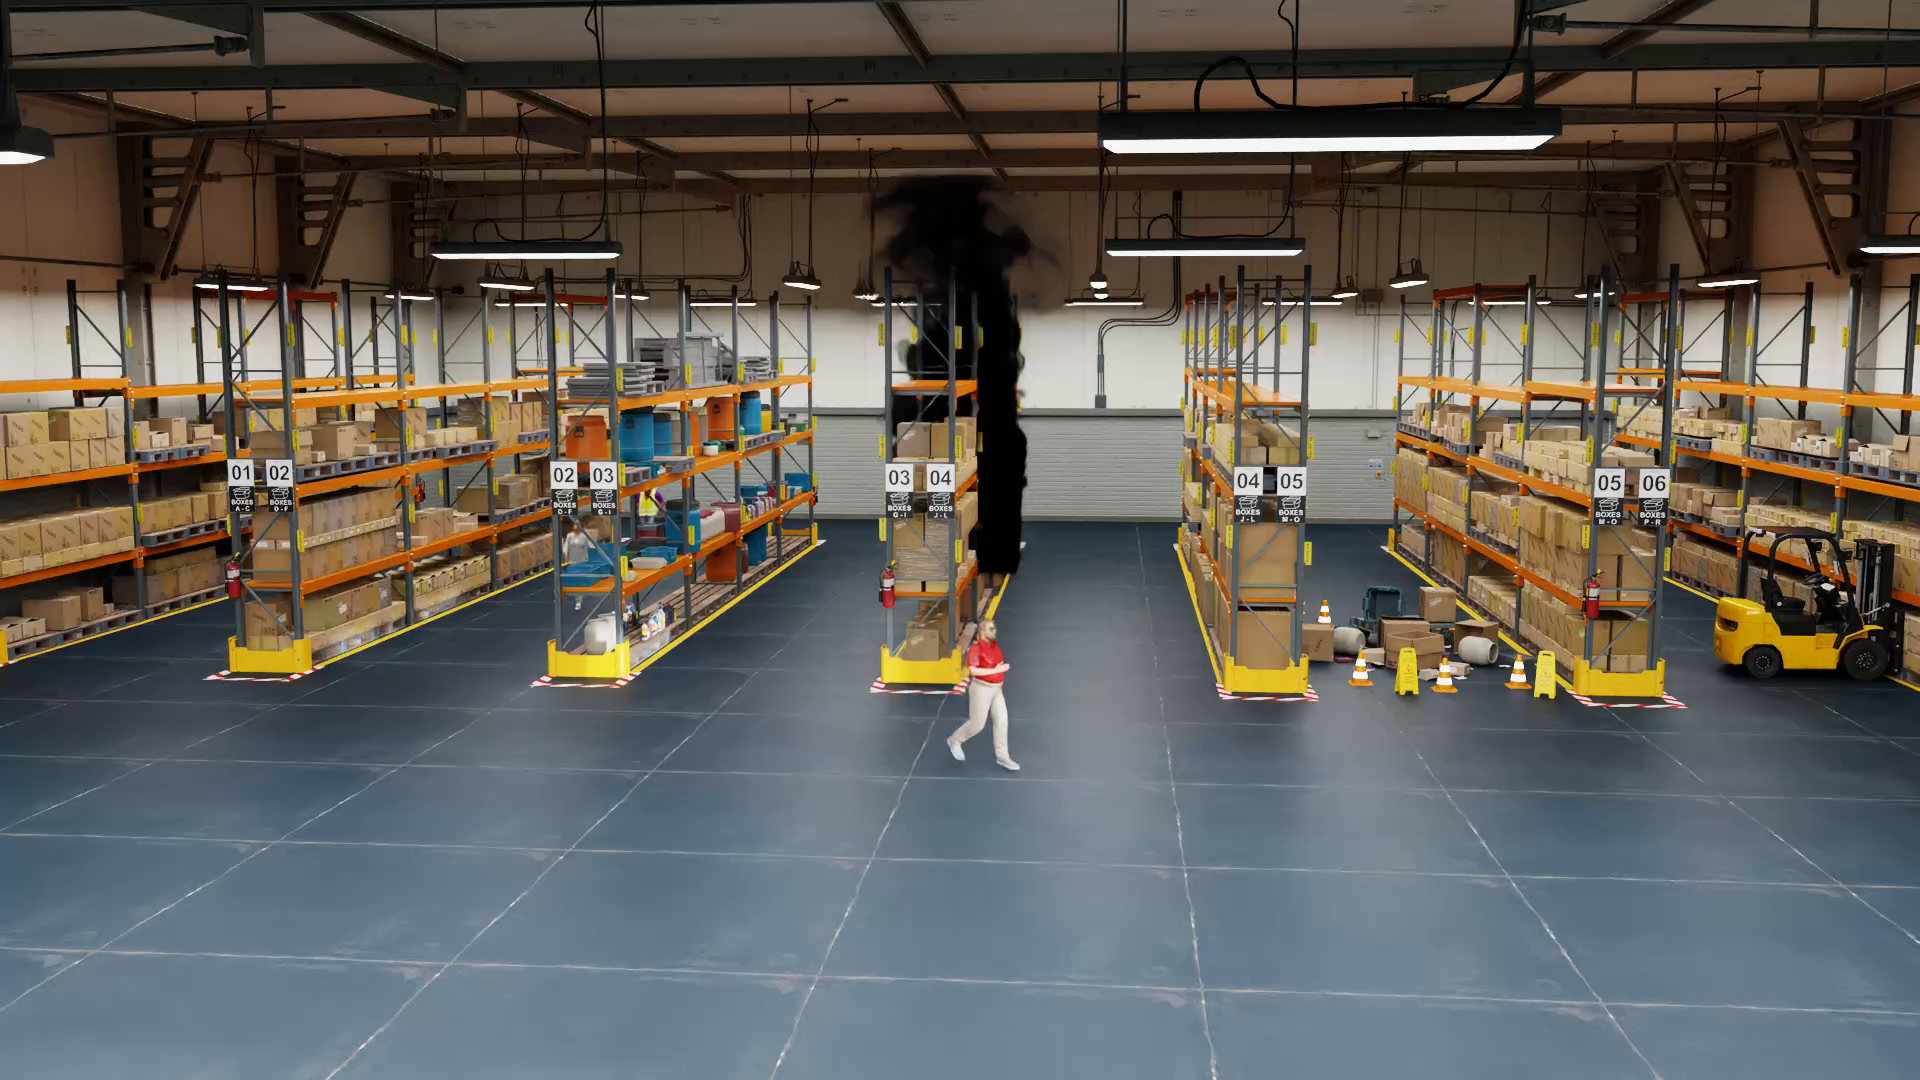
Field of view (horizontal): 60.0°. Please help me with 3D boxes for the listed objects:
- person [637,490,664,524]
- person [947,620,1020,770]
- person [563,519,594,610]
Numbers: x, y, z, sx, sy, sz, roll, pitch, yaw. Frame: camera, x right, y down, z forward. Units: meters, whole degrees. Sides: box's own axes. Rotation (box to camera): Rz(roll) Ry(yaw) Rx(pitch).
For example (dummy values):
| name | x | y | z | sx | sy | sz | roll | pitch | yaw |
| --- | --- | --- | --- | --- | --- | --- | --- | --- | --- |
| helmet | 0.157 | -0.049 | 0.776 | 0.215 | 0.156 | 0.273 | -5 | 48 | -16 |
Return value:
| name | x | y | z | sx | sy | sz | roll | pitch | yaw |
| --- | --- | --- | --- | --- | --- | --- | --- | --- | --- |
| person | -7.267 | -0.563 | 38.795 | 0.711 | 1.734 | 0.778 | 0 | 7 | 0 |
| person | 0.281 | 1.779 | 19.380 | 0.950 | 1.722 | 0.682 | 5 | 9 | 35 |
| person | -6.672 | 0.418 | 29.058 | 0.528 | 1.567 | 0.490 | 0 | 7 | -4 |
